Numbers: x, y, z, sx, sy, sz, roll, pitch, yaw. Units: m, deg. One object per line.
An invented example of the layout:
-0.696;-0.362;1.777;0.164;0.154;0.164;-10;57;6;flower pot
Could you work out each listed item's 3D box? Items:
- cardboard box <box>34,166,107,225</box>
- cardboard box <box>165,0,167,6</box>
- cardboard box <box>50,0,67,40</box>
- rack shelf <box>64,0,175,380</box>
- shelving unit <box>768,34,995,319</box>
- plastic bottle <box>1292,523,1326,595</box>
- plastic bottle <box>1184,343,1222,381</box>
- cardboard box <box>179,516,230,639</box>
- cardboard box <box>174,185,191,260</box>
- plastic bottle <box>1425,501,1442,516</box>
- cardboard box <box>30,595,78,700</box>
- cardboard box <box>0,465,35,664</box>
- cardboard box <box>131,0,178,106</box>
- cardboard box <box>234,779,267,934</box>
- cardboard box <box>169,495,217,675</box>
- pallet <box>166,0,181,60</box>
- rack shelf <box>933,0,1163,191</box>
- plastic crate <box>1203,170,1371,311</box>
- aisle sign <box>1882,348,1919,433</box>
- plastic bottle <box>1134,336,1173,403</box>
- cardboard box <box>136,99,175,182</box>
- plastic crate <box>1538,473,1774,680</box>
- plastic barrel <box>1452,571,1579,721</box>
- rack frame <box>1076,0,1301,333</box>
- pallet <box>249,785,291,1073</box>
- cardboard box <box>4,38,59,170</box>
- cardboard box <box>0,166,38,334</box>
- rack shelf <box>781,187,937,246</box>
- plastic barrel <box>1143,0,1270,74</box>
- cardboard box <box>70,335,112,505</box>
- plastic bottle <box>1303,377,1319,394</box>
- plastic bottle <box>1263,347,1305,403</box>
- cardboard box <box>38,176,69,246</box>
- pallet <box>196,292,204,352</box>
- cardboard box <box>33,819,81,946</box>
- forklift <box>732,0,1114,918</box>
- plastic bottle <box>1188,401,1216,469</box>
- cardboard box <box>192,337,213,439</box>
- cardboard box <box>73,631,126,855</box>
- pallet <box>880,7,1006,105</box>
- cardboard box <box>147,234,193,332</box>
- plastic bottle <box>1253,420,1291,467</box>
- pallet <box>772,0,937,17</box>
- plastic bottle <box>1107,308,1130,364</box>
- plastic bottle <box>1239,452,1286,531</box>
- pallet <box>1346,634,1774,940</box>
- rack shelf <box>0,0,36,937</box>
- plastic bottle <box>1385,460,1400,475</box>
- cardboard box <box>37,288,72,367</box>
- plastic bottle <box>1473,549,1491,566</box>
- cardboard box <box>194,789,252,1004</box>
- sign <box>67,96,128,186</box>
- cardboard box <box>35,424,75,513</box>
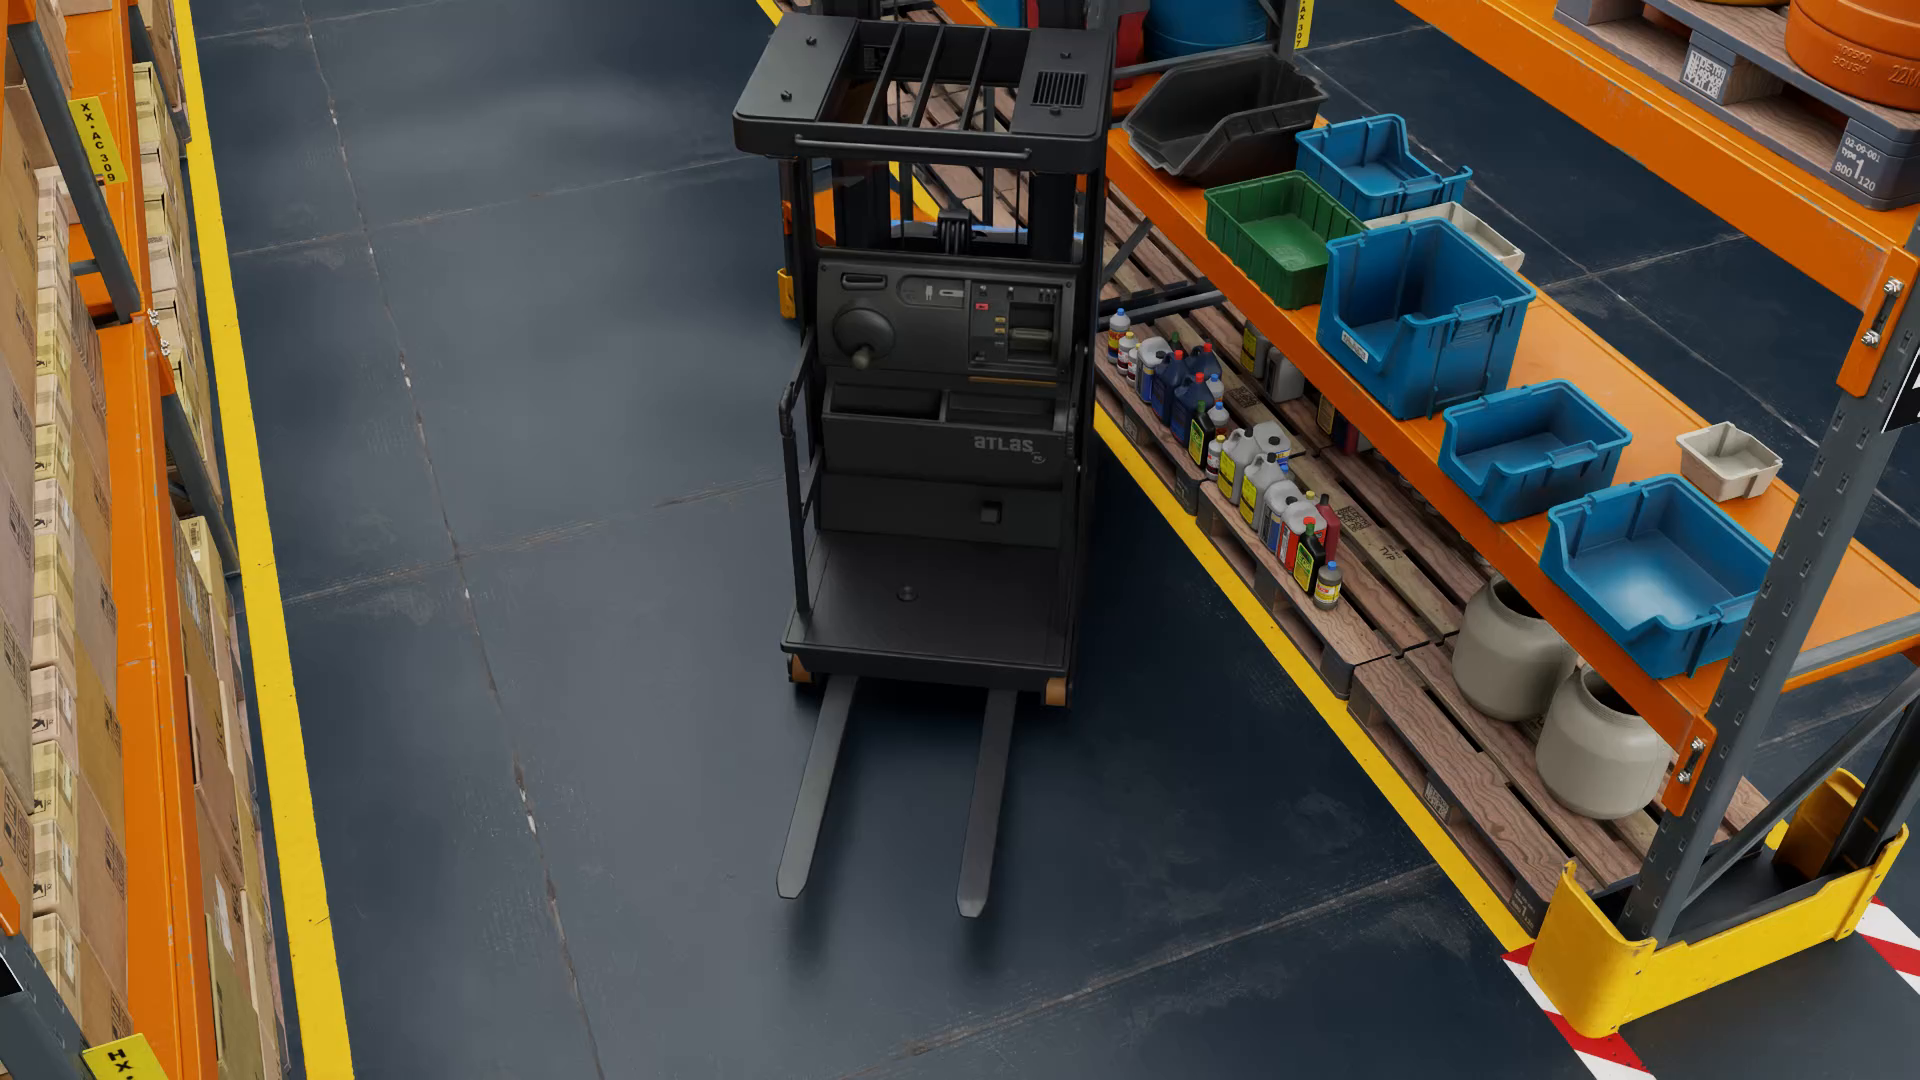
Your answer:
-3.696;-1.393;6.762;0.380;0.149;0.250;-15;43;-17;cardboard box
-5.584;-3.808;10.958;0.500;0.500;0.500;-17;43;-18;cardboard box
-4.536;-2.464;8.007;0.380;0.149;0.250;-12;42;-14;cardboard box
-4.311;-1.836;7.636;1.077;0.370;4.000;-15;43;-17;rack shelf
-0.370;-1.587;7.945;0.587;1.500;1.083;-27;48;-28;shelving unit
1.393;0.073;6.611;0.061;0.283;0.133;-14;43;-16;plastic bottle
1.091;-0.746;7.511;0.144;0.351;0.185;-15;43;-17;plastic bottle
-3.166;0.205;6.498;0.500;0.250;0.500;-15;43;-17;cardboard box
-4.259;-1.561;8.551;0.500;0.250;0.500;-14;43;-16;cardboard box
2.026;-0.236;6.979;0.097;0.271;0.097;0;41;0;plastic bottle
-2.363;0.310;4.014;0.380;0.149;0.250;-16;43;-18;cardboard box
-2.602;0.041;3.830;0.700;0.500;0.500;-15;43;-17;cardboard box
-4.986;-2.878;9.876;0.500;0.500;0.500;-13;42;-15;cardboard box
-2.587;1.107;5.449;0.500;0.250;0.500;-15;43;-17;cardboard box
-2.986;0.224;5.900;0.500;0.500;0.500;-15;43;-17;cardboard box
-5.790;-3.449;11.099;1.003;0.211;1.213;-15;43;-17;pallet
0.267;-3.069;9.070;1.077;0.370;4.000;-15;43;-17;rack shelf
1.291;-1.169;6.471;0.450;0.188;0.662;-15;43;-17;plastic crate
2.316;-0.596;3.648;0.394;0.787;0.004;-15;43;-17;aisle sign
0.898;-0.782;7.610;0.152;0.276;0.135;-14;43;-15;plastic bottle
-4.443;-2.077;8.721;0.500;0.311;0.500;-16;43;-18;cardboard box
2.095;0.102;4.945;0.499;0.251;0.616;-15;43;-17;plastic crate
2.048;0.377;6.097;0.421;0.512;0.421;0;41;0;plastic barrel
1.032;-2.137;7.435;1.000;3.000;0.127;-15;43;-17;rack frame
-2.810;1.379;5.484;1.003;0.211;1.213;-15;43;-17;pallet
-4.026;-1.726;6.879;0.500;0.500;0.500;-12;42;-14;cardboard box
-3.176;-0.864;4.882;0.700;0.500;0.500;-15;43;-17;cardboard box
-0.365;-1.446;8.057;0.538;0.185;1.000;-27;48;-28;rack shelf
1.164;-2.635;7.630;0.600;0.901;0.708;-15;43;-17;plastic barrel
-3.162;-0.360;5.291;0.700;0.500;0.500;-16;43;-17;cardboard box
1.618;-0.868;7.653;0.144;0.351;0.185;-17;44;-19;plastic bottle
1.491;-0.787;7.617;0.152;0.276;0.135;-15;43;-17;plastic bottle
-3.244;-1.077;5.628;0.380;0.149;0.250;-15;43;-17;cardboard box
-4.334;-1.017;8.270;1.003;0.211;1.213;-15;43;-17;pallet
-2.070;0.774;3.476;0.380;0.149;0.250;-16;43;-18;cardboard box
-0.079;-0.708;5.825;1.130;2.935;3.031;5;41;6;forklift
1.054;-0.461;7.231;0.061;0.283;0.133;-13;42;-15;plastic bottle
-3.666;-0.633;7.473;0.500;0.250;0.500;-14;43;-16;cardboard box
-2.572;0.568;4.212;0.700;0.500;0.500;-15;43;-17;cardboard box
-0.238;-3.013;10.592;1.003;0.211;1.213;-15;43;-17;pallet
-3.860;-1.158;7.653;0.500;0.311;0.500;-16;43;-18;cardboard box
1.320;-0.364;7.124;0.152;0.276;0.135;-15;43;-17;plastic bottle
-0.839;-3.954;11.686;1.003;0.211;1.213;-15;43;-17;pallet
0.749;-0.968;7.830;0.097;0.271;0.097;0;41;0;plastic bottle
1.264;-0.228;6.909;0.144;0.351;0.185;-13;42;-15;plastic bottle
2.184;0.805;6.152;1.003;0.211;1.213;-15;43;-17;pallet
-2.781;-0.563;3.856;1.077;0.370;4.000;-15;43;-17;rack shelf
1.910;-0.419;7.191;0.097;0.271;0.097;0;41;0;plastic bottle
-2.947;-0.613;5.088;0.380;0.149;0.250;-15;43;-17;cardboard box
2.157;-0.030;6.739;0.097;0.271;0.097;0;41;0;plastic bottle
-2.411;1.128;4.850;0.500;0.500;0.500;-15;43;-17;cardboard box
-3.034;-1.401;5.854;0.100;0.325;0.005;-15;43;-17;sign
-2.655;-0.153;4.553;0.380;0.149;0.250;-14;43;-15;cardboard box
